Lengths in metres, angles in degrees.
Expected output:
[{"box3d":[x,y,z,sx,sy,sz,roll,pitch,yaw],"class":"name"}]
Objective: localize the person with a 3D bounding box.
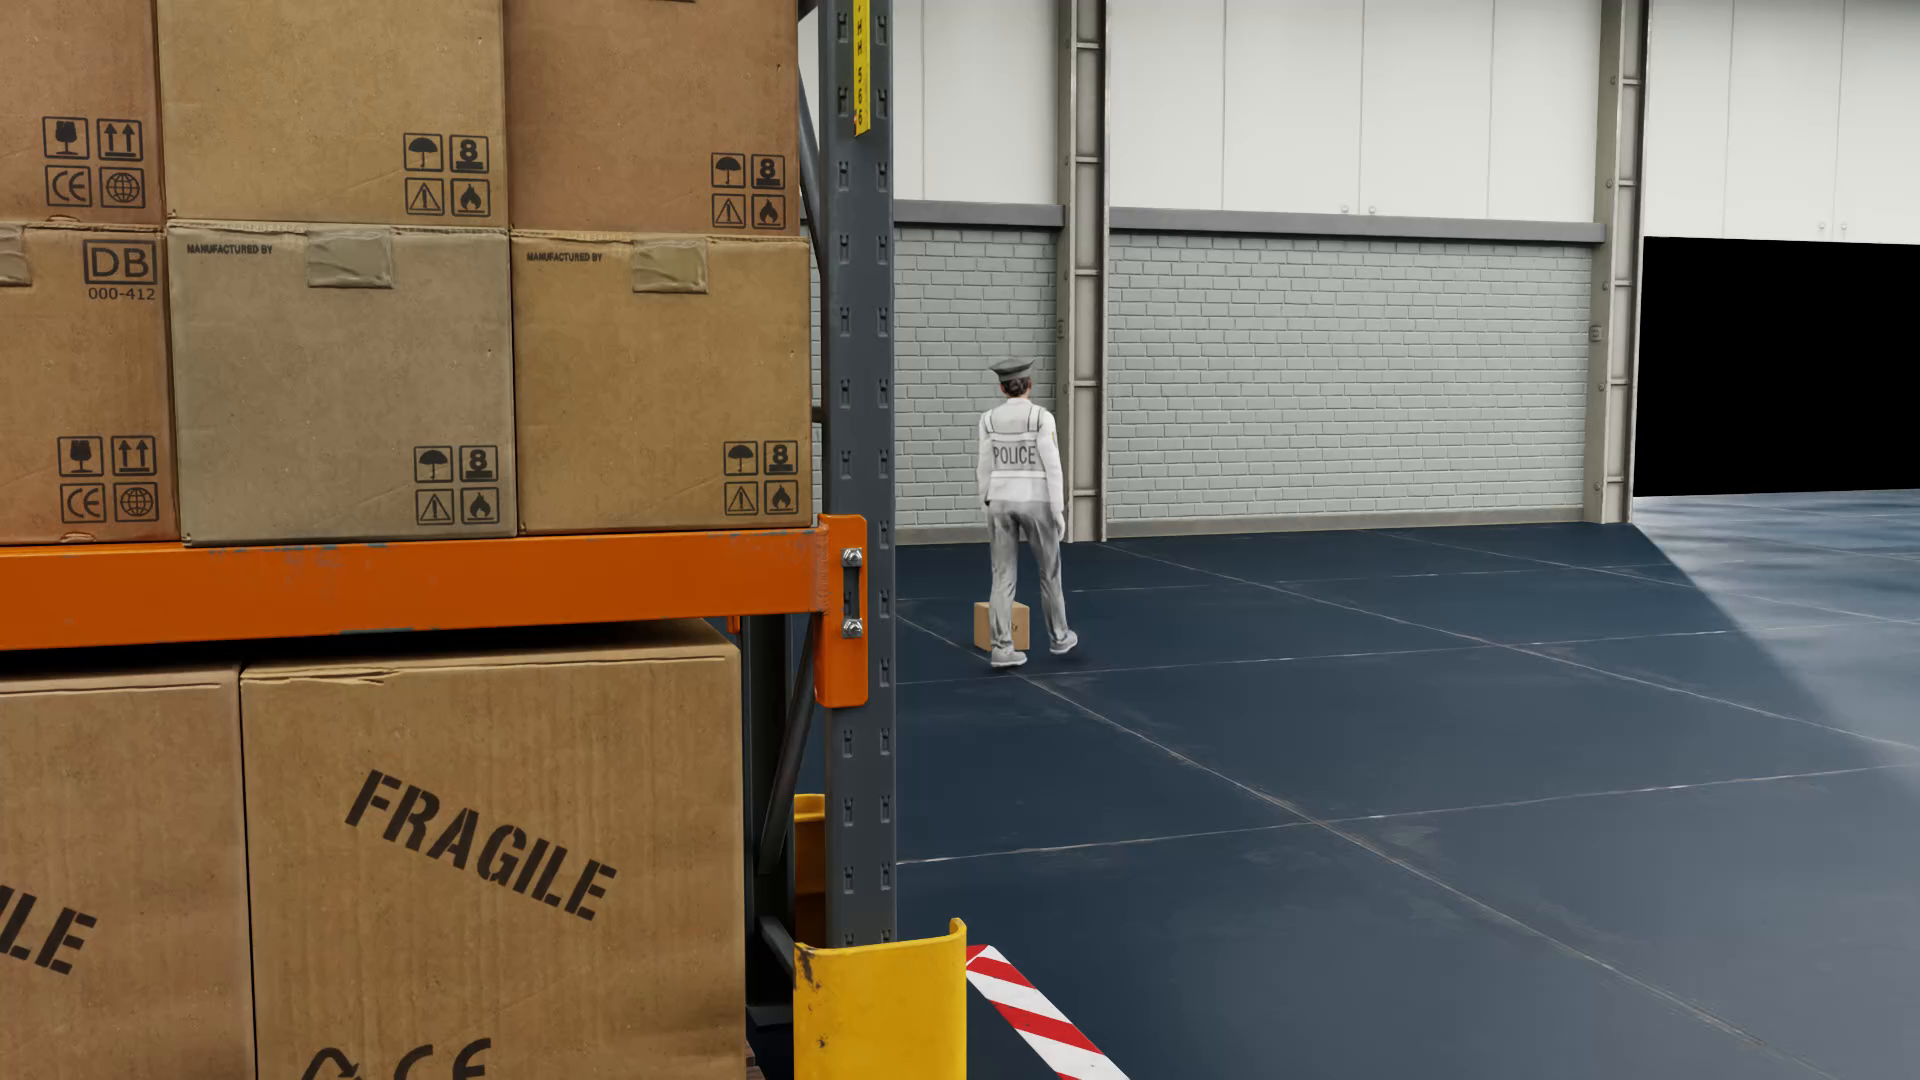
[{"box3d":[0.367,-0.167,9.046,0.511,1.646,0.732,2,6,20],"class":"person"}]
